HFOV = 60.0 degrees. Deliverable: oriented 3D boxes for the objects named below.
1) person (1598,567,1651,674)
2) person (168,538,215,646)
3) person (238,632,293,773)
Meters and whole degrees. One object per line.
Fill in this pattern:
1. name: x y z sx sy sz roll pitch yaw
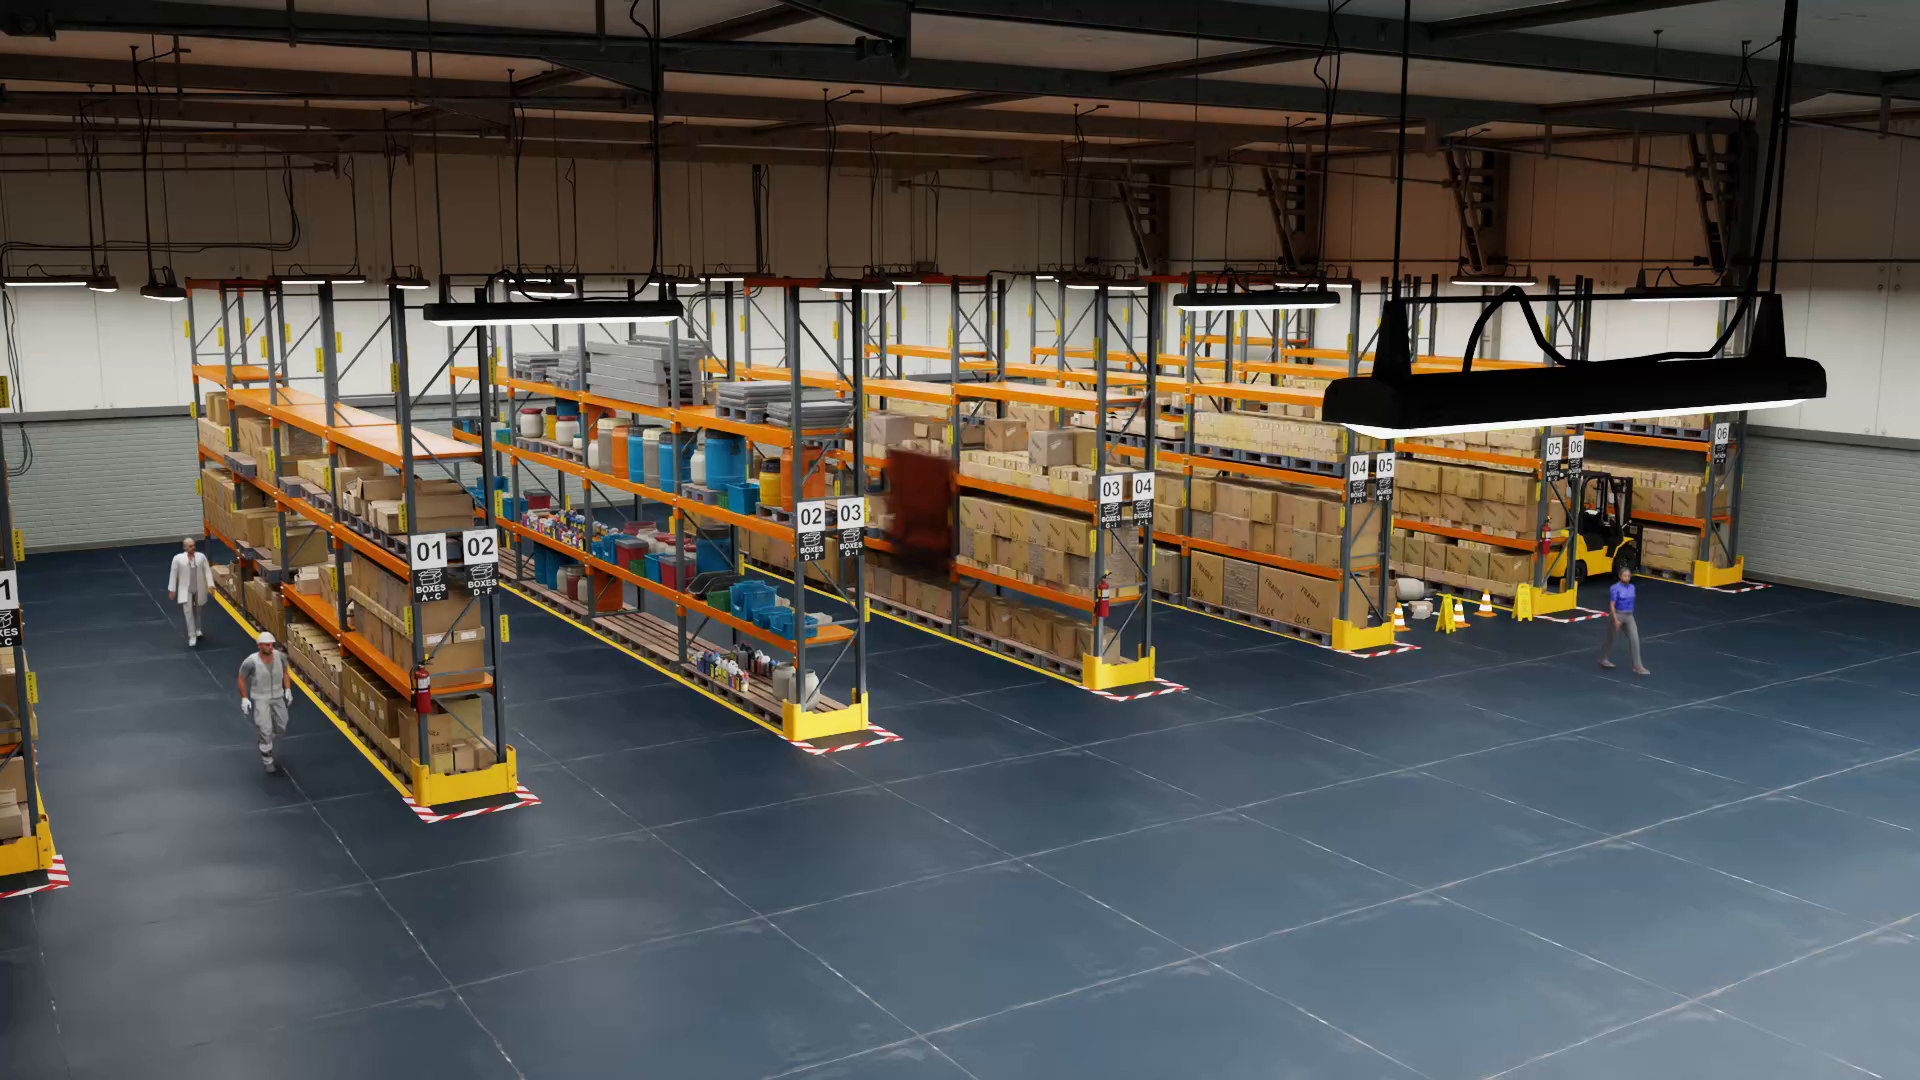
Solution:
1. person: 10.298 1.238 25.748 0.484 1.593 0.948 -1 10 -9
2. person: -12.805 0.829 27.723 0.706 1.719 1.102 -6 11 -31
3. person: -8.761 1.991 20.916 0.699 1.766 0.624 9 13 42
